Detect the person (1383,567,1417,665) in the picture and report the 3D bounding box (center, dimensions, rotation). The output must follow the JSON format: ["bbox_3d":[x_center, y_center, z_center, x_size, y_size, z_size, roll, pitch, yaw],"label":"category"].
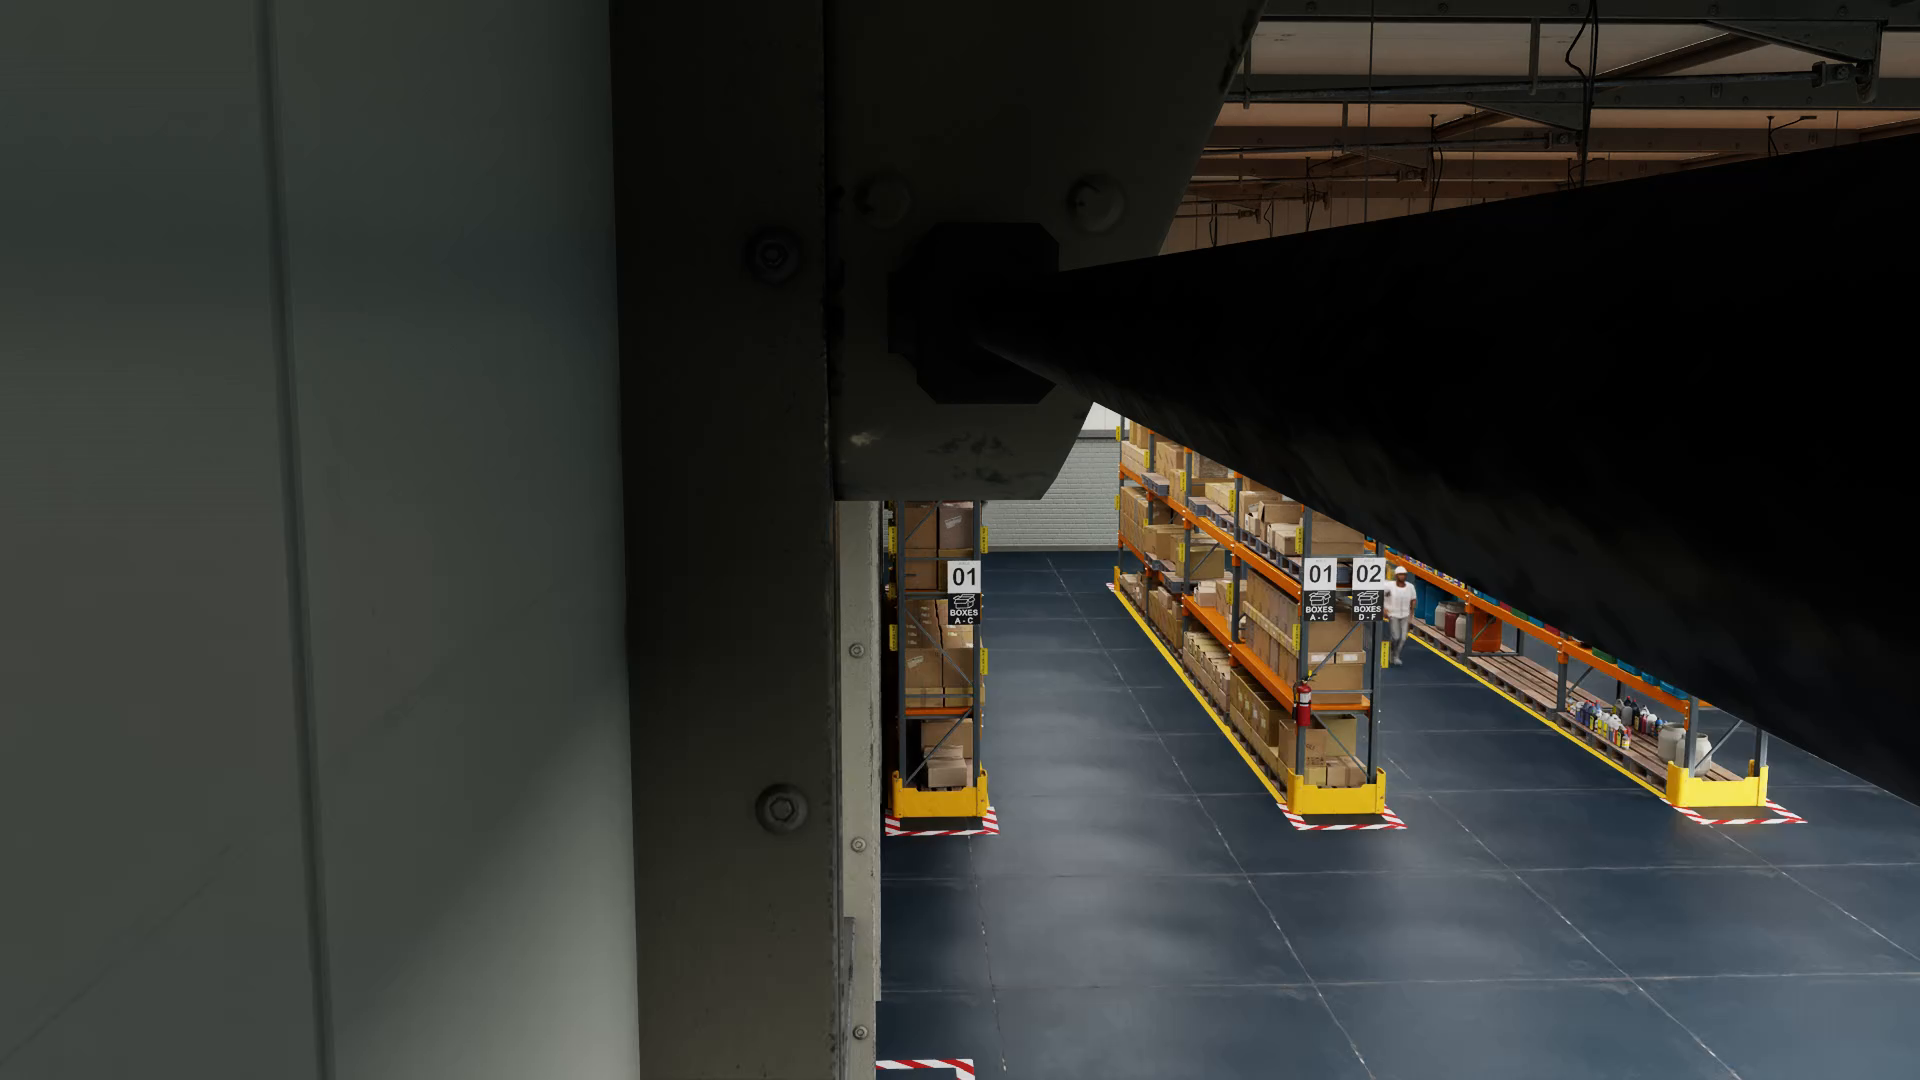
[{"bbox_3d":[7.612,1.331,28.845,0.679,1.749,0.534,-1,8,-5],"label":"person"}]
